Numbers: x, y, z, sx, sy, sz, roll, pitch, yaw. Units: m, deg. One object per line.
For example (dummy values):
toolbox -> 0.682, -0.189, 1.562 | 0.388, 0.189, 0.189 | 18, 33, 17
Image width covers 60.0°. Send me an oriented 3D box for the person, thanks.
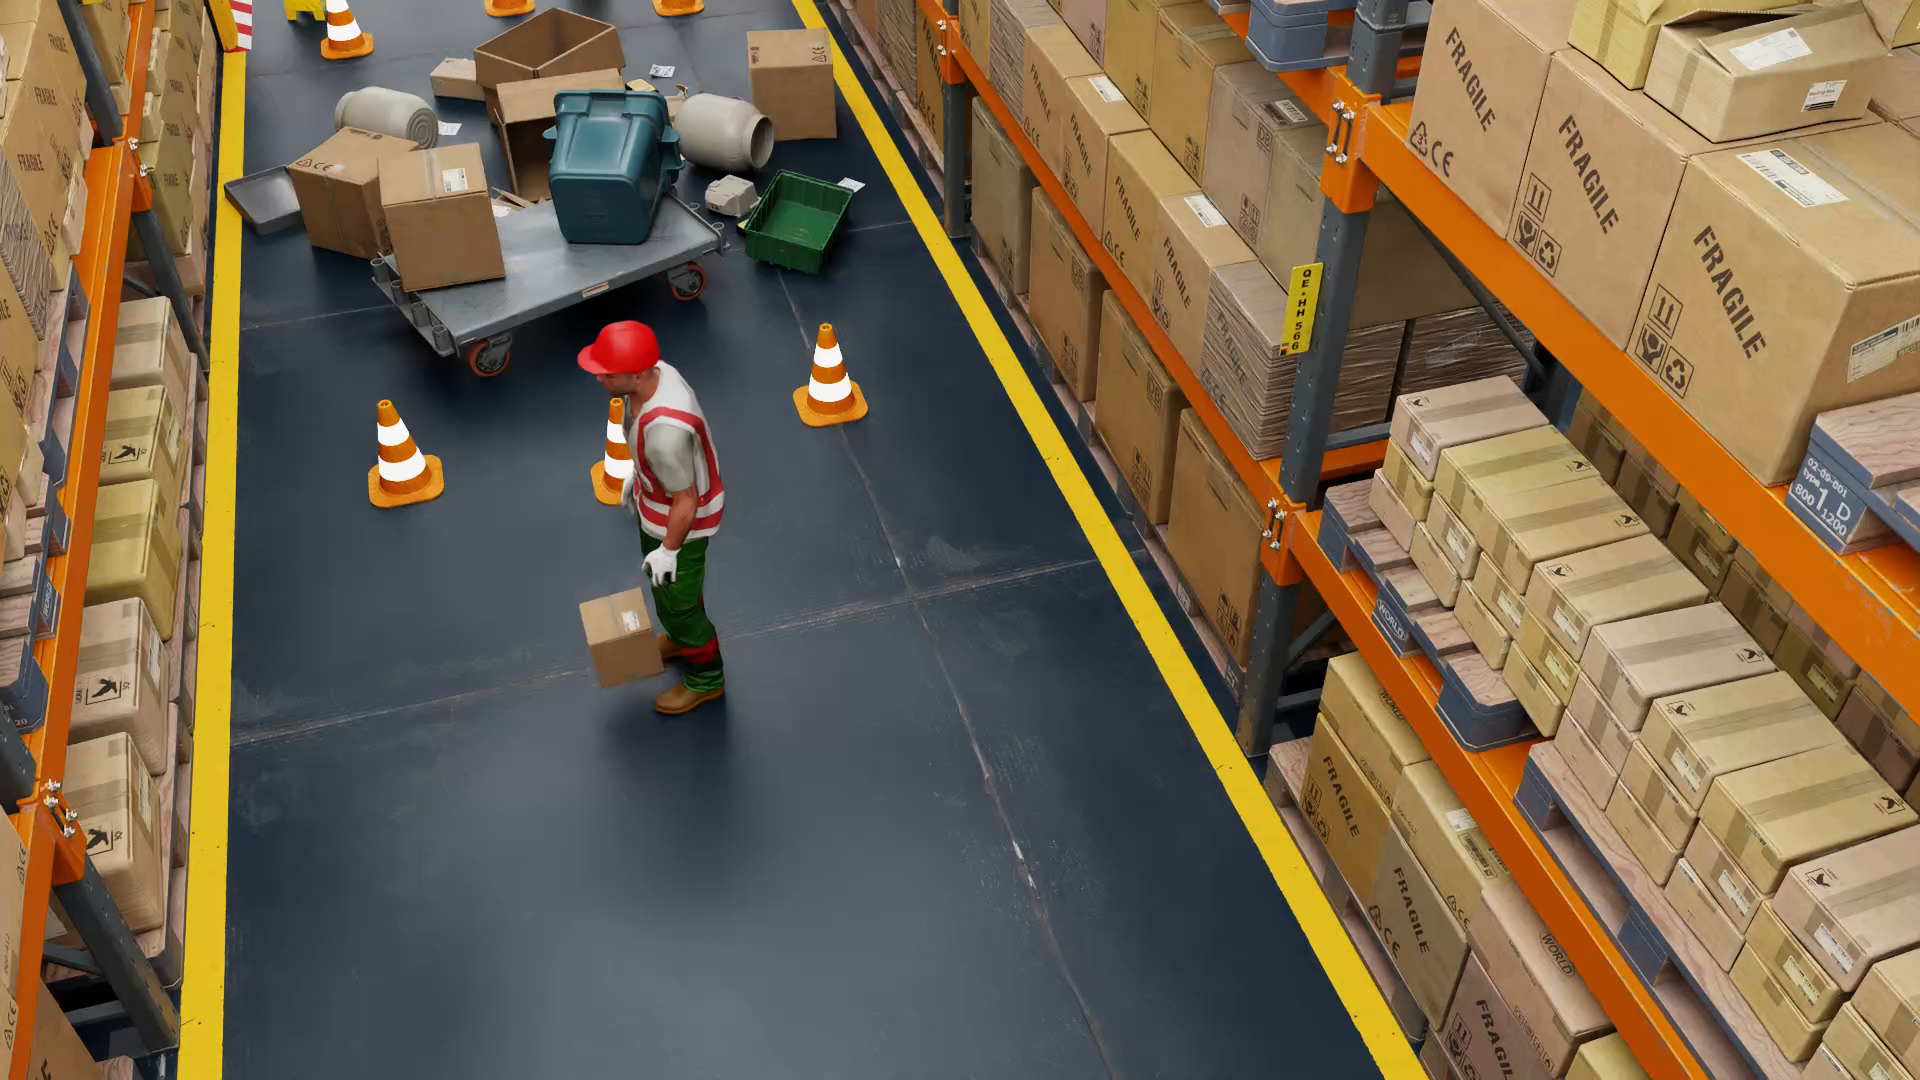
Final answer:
person -> -1.106, -0.090, 6.247 | 0.431, 1.782, 0.563 | -13, 43, -14
